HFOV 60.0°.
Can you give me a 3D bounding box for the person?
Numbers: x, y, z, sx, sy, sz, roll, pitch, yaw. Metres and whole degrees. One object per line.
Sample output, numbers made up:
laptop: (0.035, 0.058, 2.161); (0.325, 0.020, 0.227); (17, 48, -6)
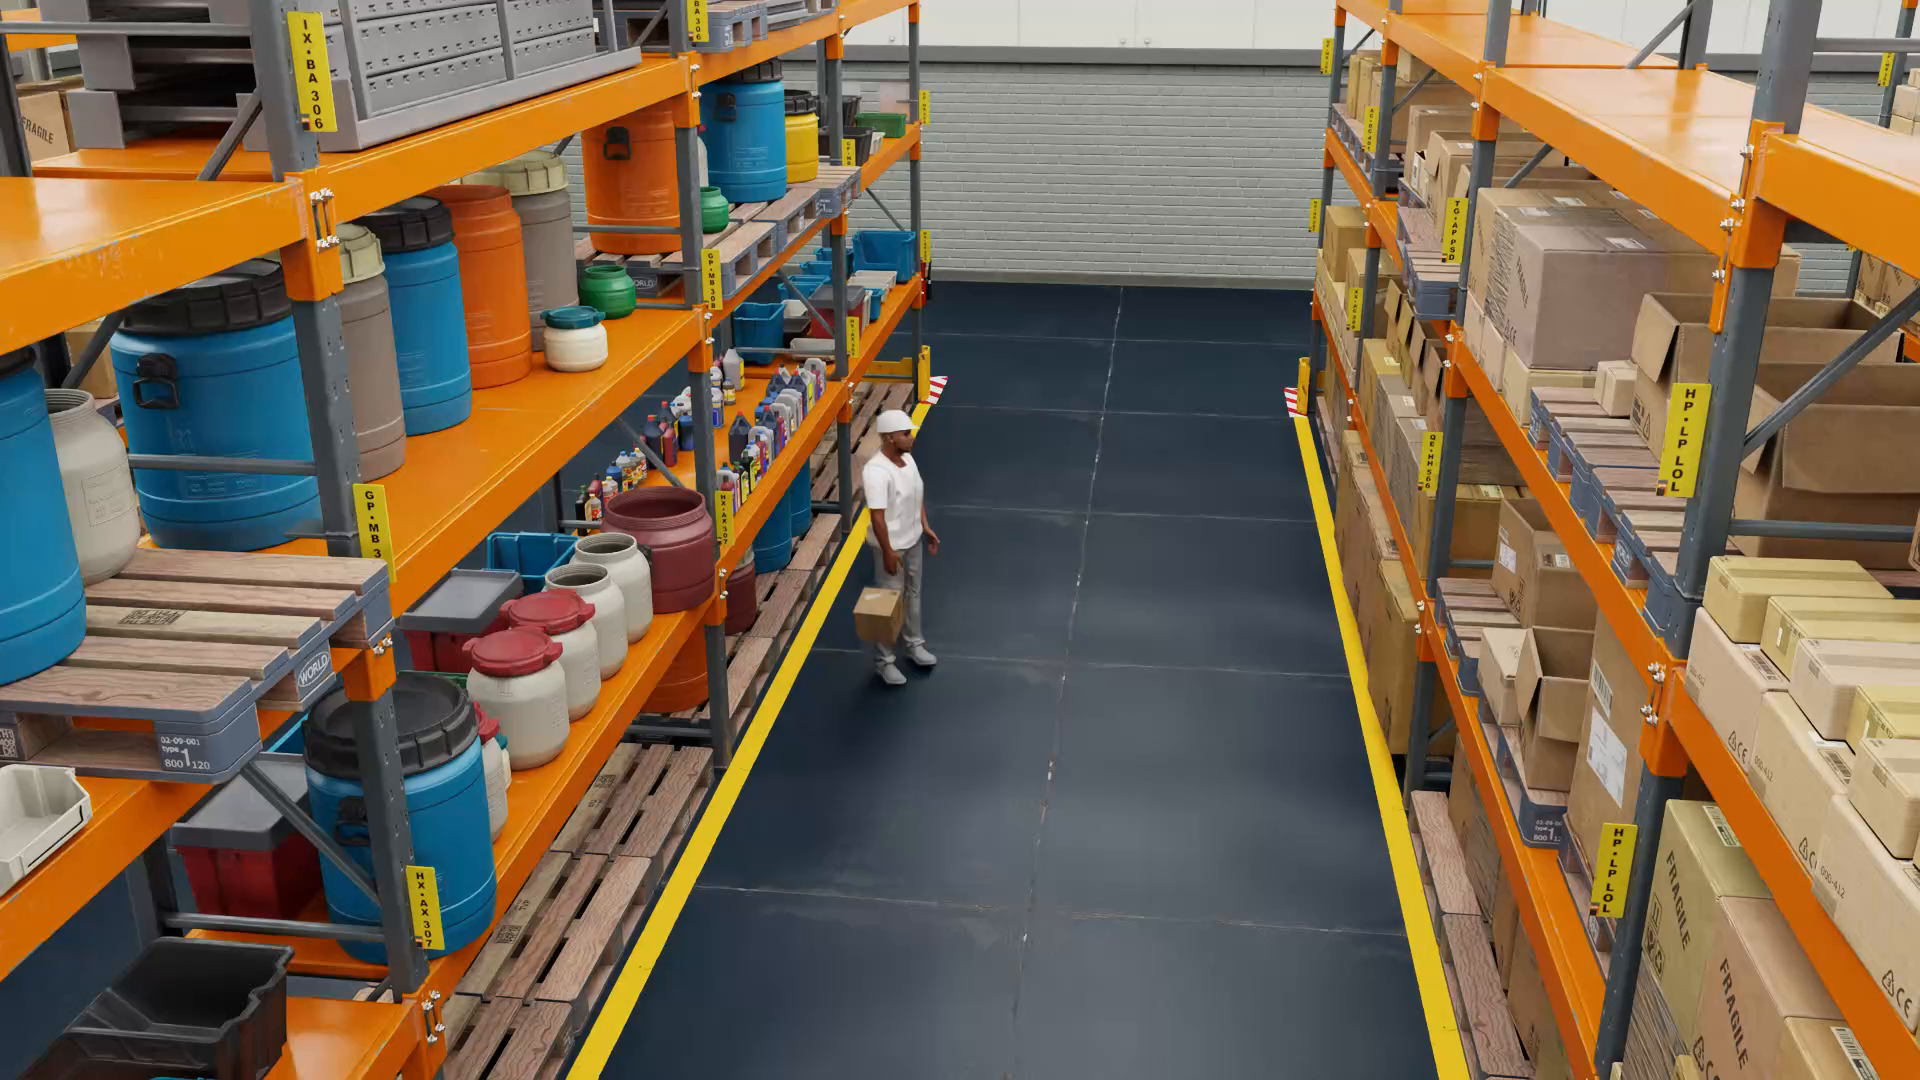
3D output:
person: (-0.393, 0.026, 10.919); (0.452, 1.775, 0.600); (10, 23, 24)
